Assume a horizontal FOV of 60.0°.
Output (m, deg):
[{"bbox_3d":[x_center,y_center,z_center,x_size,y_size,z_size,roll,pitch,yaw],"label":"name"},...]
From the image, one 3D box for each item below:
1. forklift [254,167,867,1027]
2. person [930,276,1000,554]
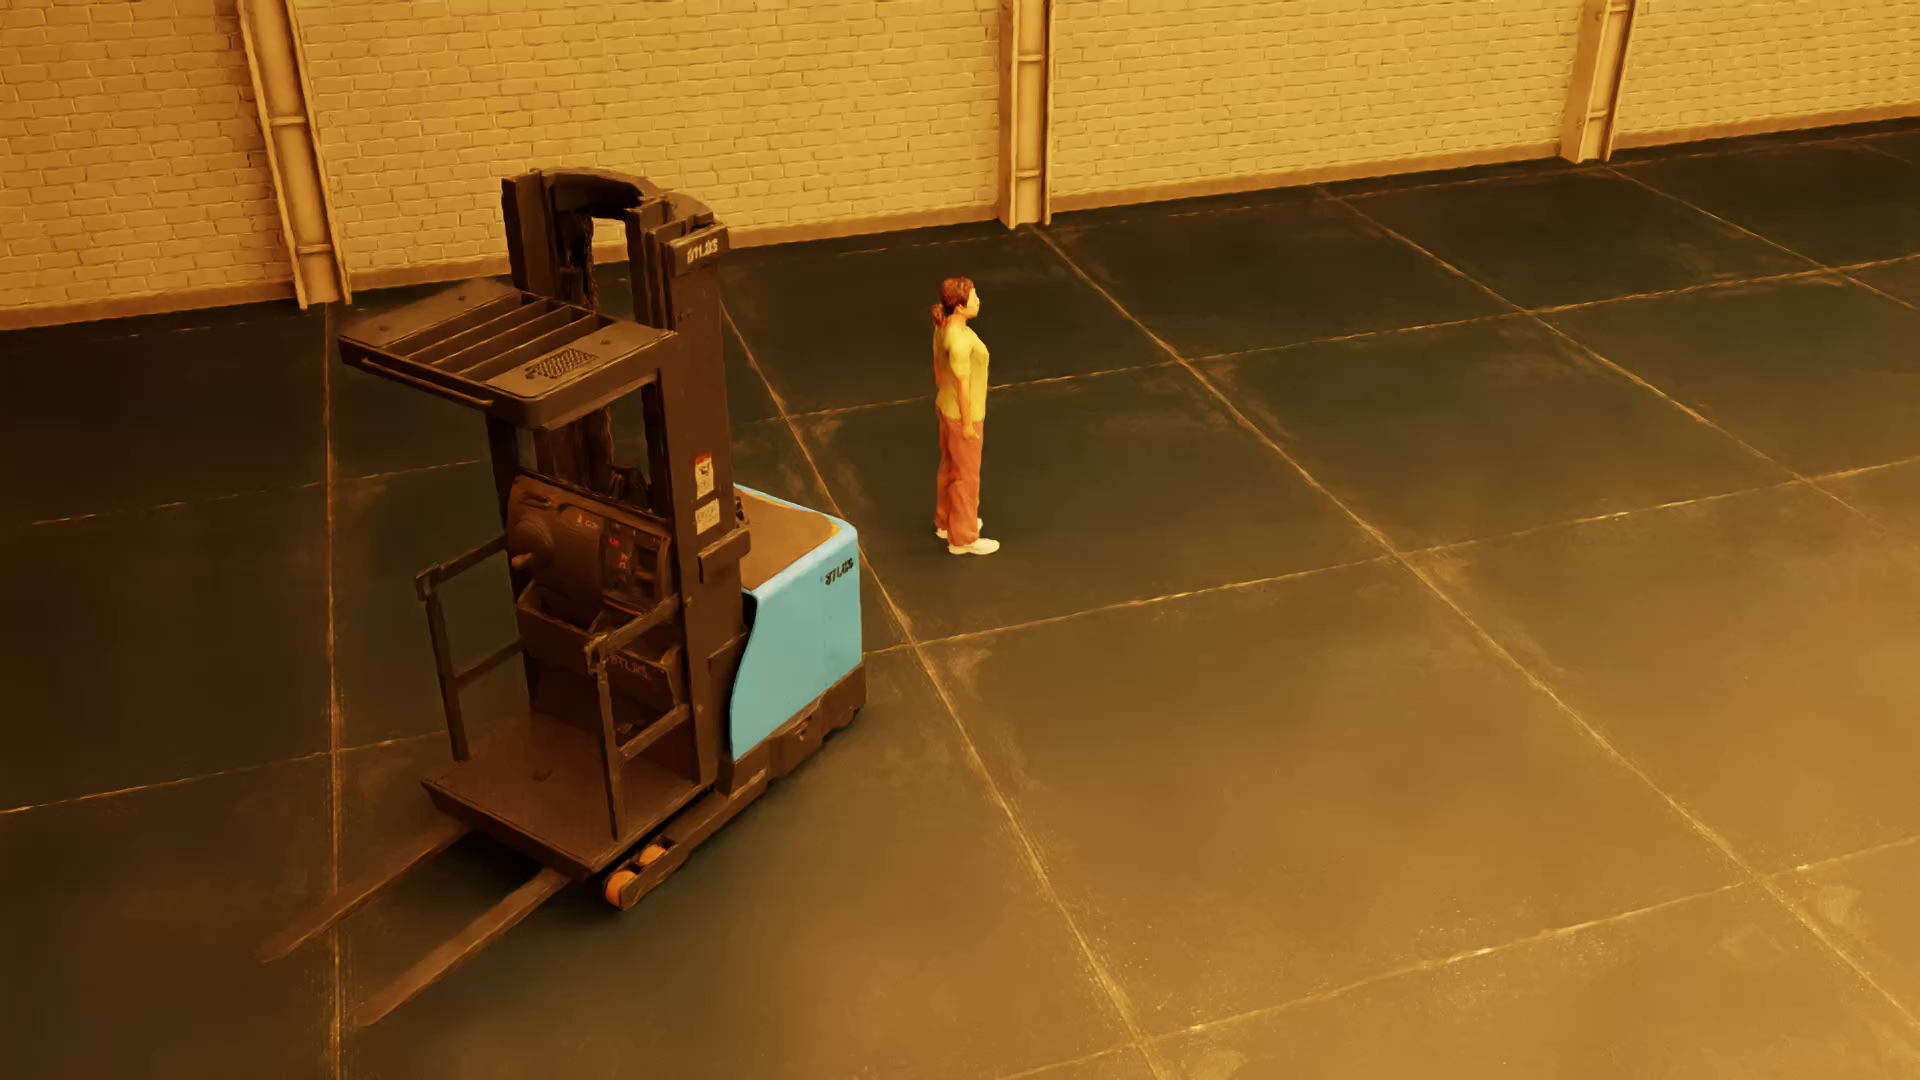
[{"bbox_3d":[-1.714,0.062,6.980,1.130,2.935,3.031,19,35,29],"label":"forklift"},{"bbox_3d":[0.008,-0.727,9.613,0.365,1.672,0.429,-10,31,-16],"label":"person"}]
